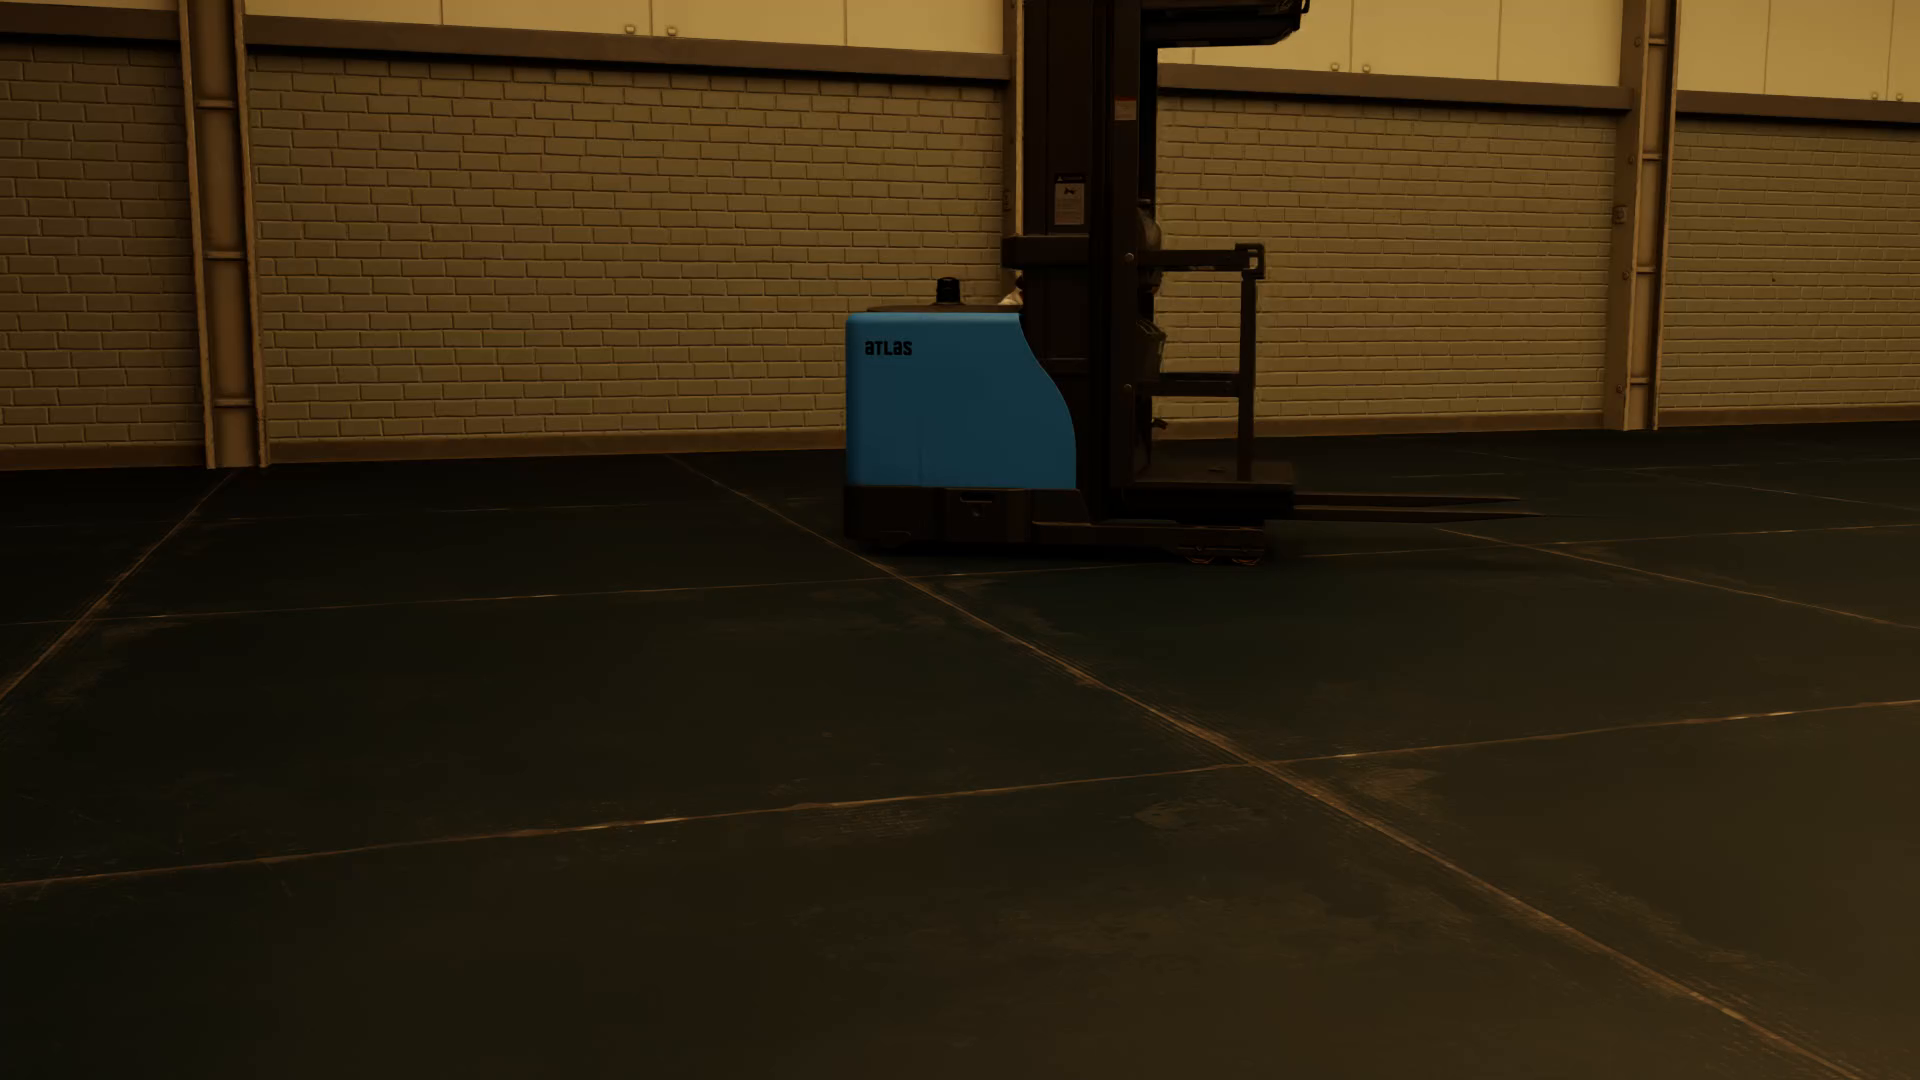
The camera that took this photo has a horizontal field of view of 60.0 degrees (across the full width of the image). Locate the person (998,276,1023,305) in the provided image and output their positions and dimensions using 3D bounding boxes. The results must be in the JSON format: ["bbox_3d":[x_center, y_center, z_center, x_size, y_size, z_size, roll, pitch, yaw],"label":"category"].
[{"bbox_3d":[0.436,-0.762,8.721,0.717,1.352,1.330,6,10,37],"label":"person"}]

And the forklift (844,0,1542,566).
[{"bbox_3d":[1.043,-1.420,7.491,3.031,2.935,1.130,1,8,10],"label":"forklift"}]
